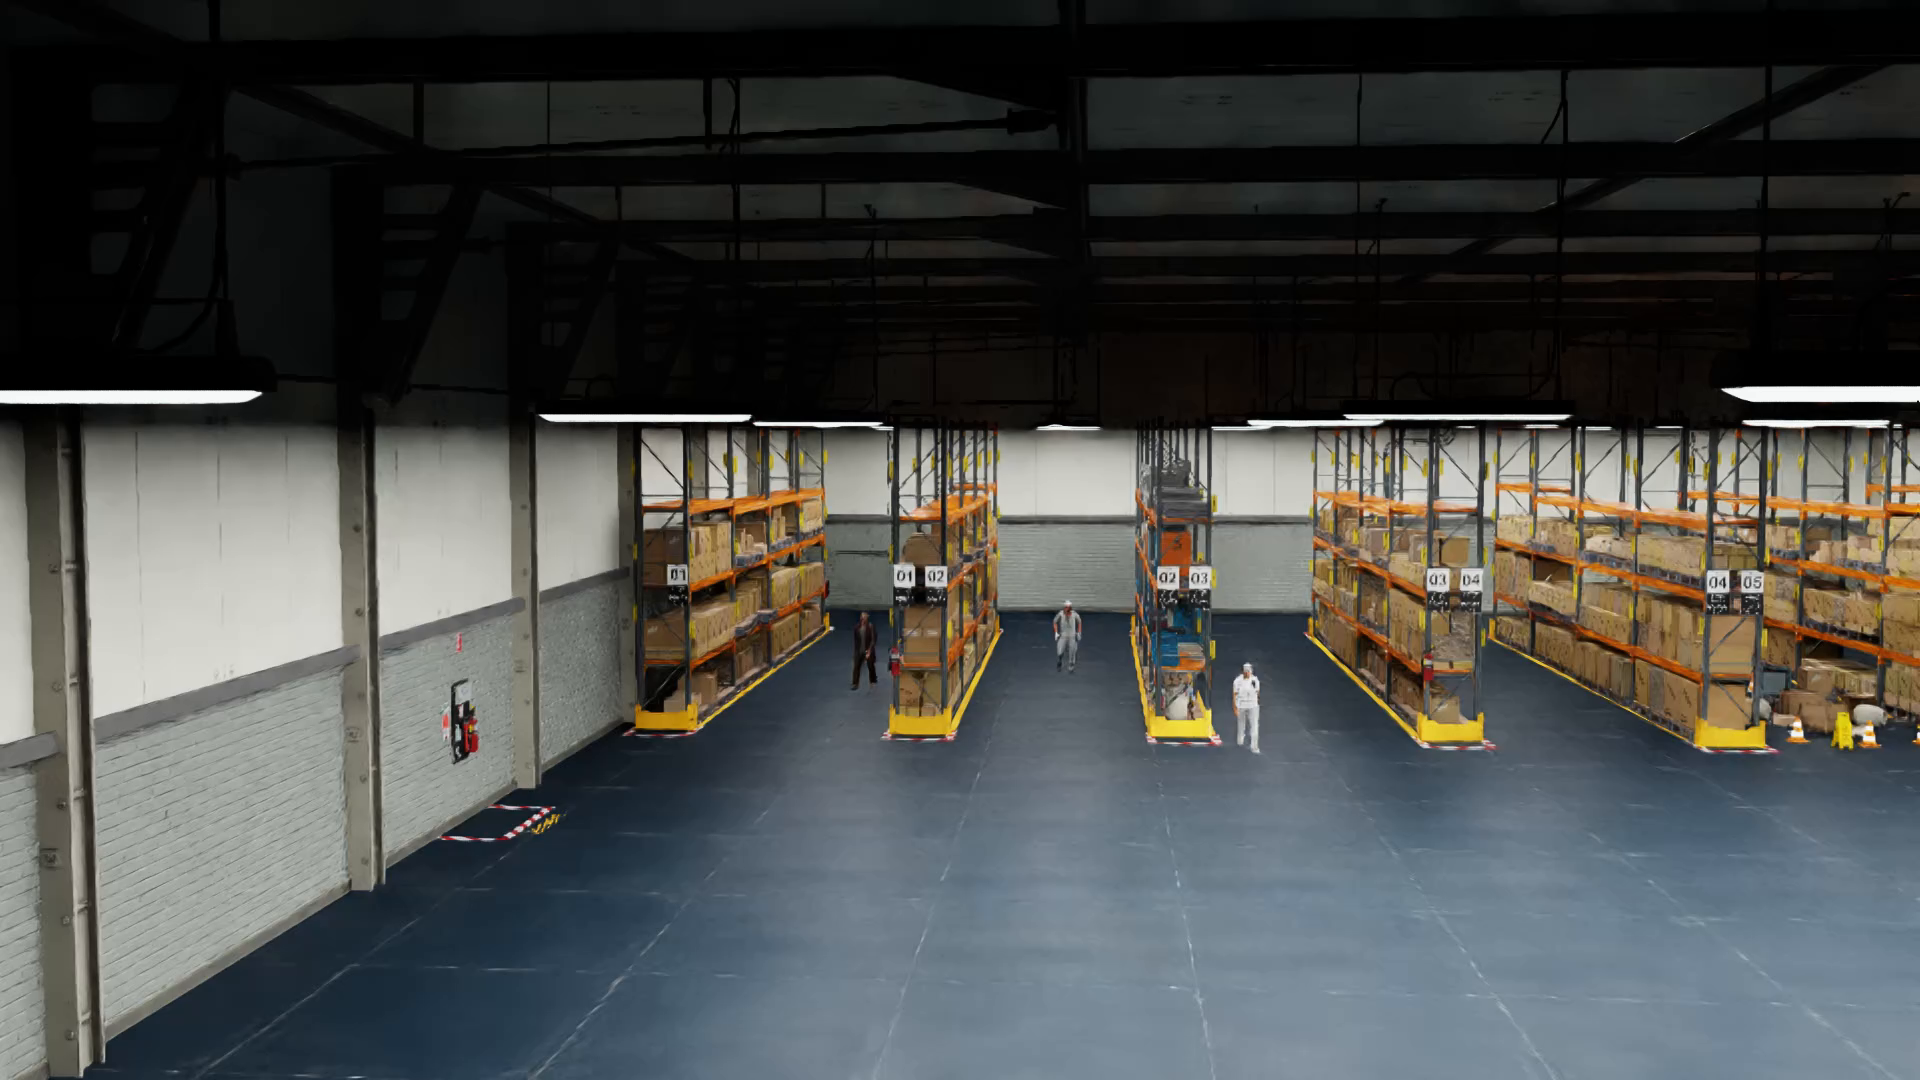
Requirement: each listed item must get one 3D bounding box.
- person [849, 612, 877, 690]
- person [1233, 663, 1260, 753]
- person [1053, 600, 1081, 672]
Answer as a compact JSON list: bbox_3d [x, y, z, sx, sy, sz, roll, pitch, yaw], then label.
[{"bbox_3d":[-2.110,2.444,36.832,0.573,1.716,1.103,1,4,14],"label":"person"},{"bbox_3d":[5.137,2.971,29.812,0.497,1.583,1.090,0,4,7],"label":"person"},{"bbox_3d":[2.544,2.284,39.468,0.677,1.742,0.552,0,4,3],"label":"person"}]
